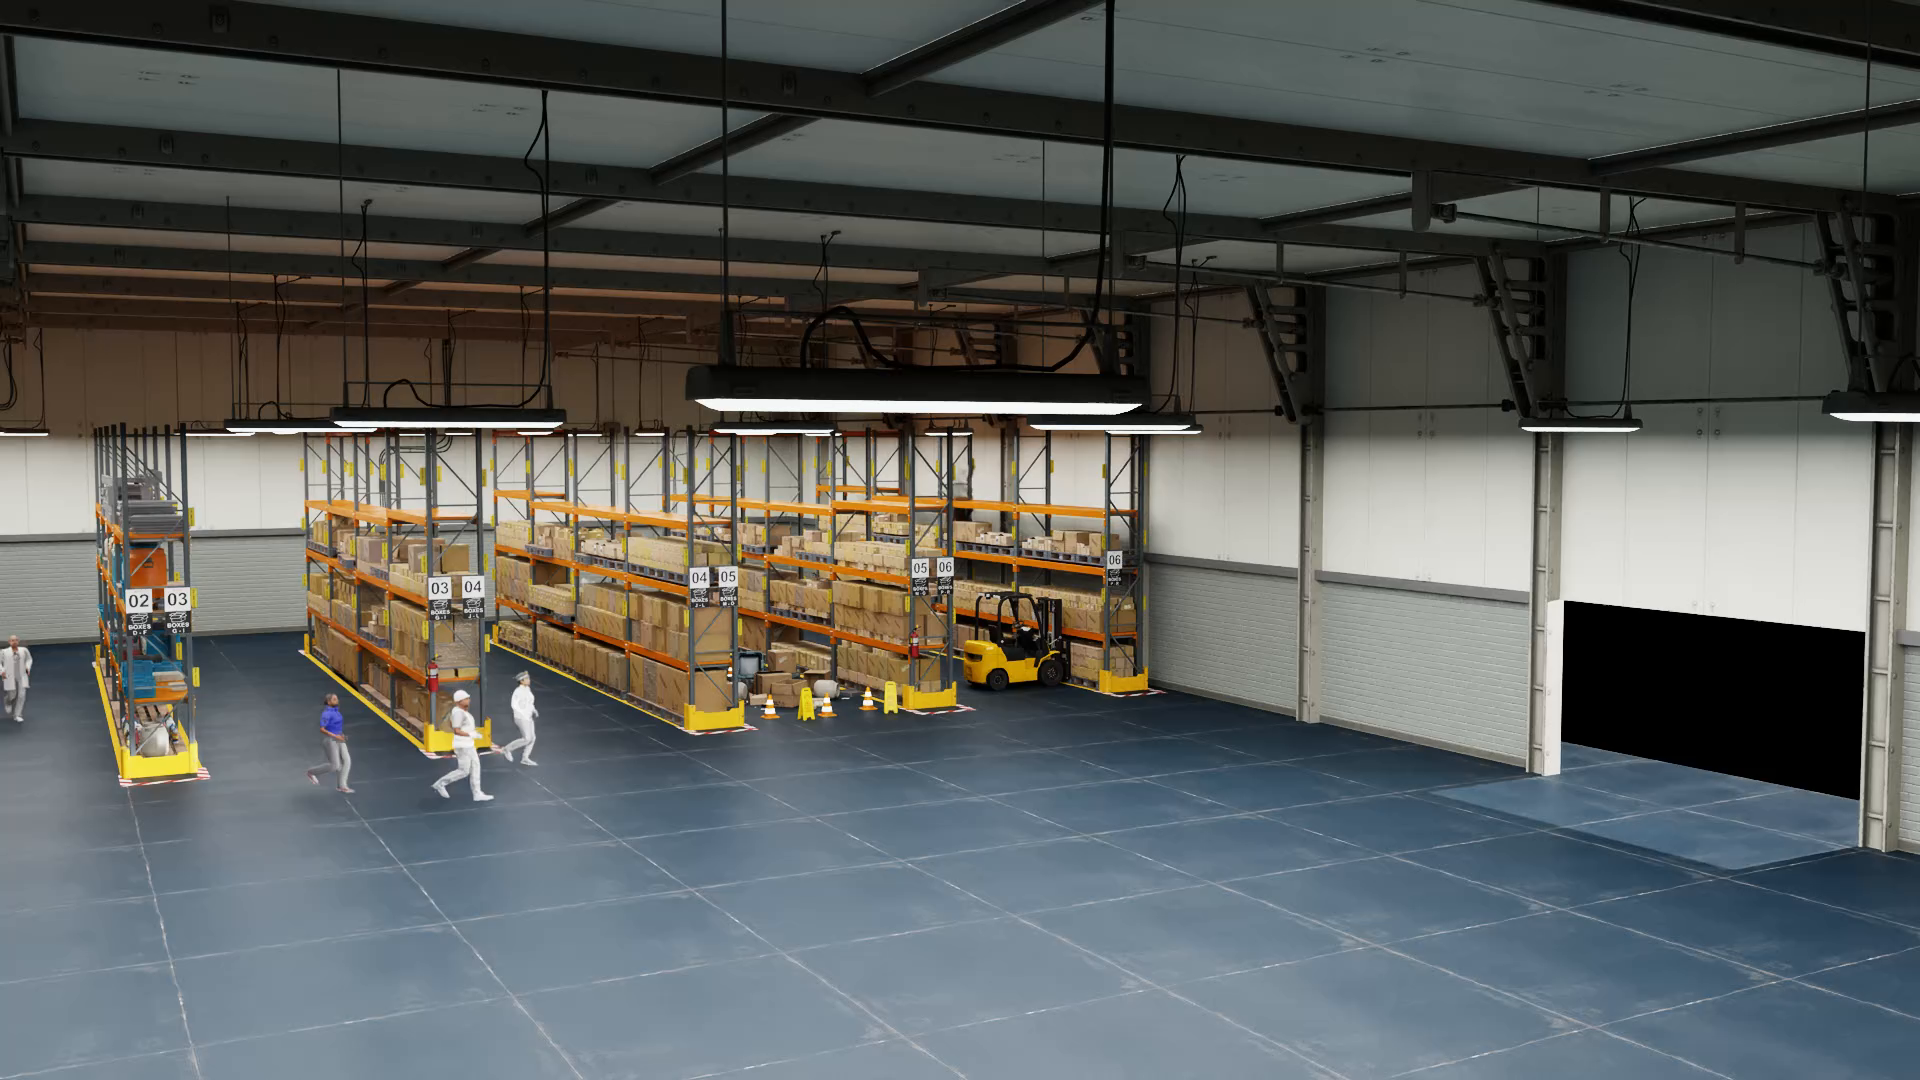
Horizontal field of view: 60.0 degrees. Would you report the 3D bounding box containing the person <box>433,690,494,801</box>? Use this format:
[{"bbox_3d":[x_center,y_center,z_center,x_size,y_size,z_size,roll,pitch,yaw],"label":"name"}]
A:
[{"bbox_3d":[-7.808,3.236,26.111,0.911,1.762,0.692,-1,4,-10],"label":"person"}]

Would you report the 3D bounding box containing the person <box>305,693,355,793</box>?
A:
[{"bbox_3d":[-10.200,3.293,26.954,0.768,1.640,0.588,0,3,1],"label":"person"}]

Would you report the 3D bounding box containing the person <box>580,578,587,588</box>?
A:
[{"bbox_3d":[-10.623,1.986,46.911,0.633,1.842,0.739,-2,4,-30],"label":"person"}]

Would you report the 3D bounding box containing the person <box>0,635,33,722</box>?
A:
[{"bbox_3d":[-19.223,2.810,33.830,0.710,1.744,0.770,-3,5,-44],"label":"person"}]

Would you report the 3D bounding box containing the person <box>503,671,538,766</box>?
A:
[{"bbox_3d":[-7.732,3.128,29.258,0.578,1.678,0.643,0,3,6],"label":"person"}]
